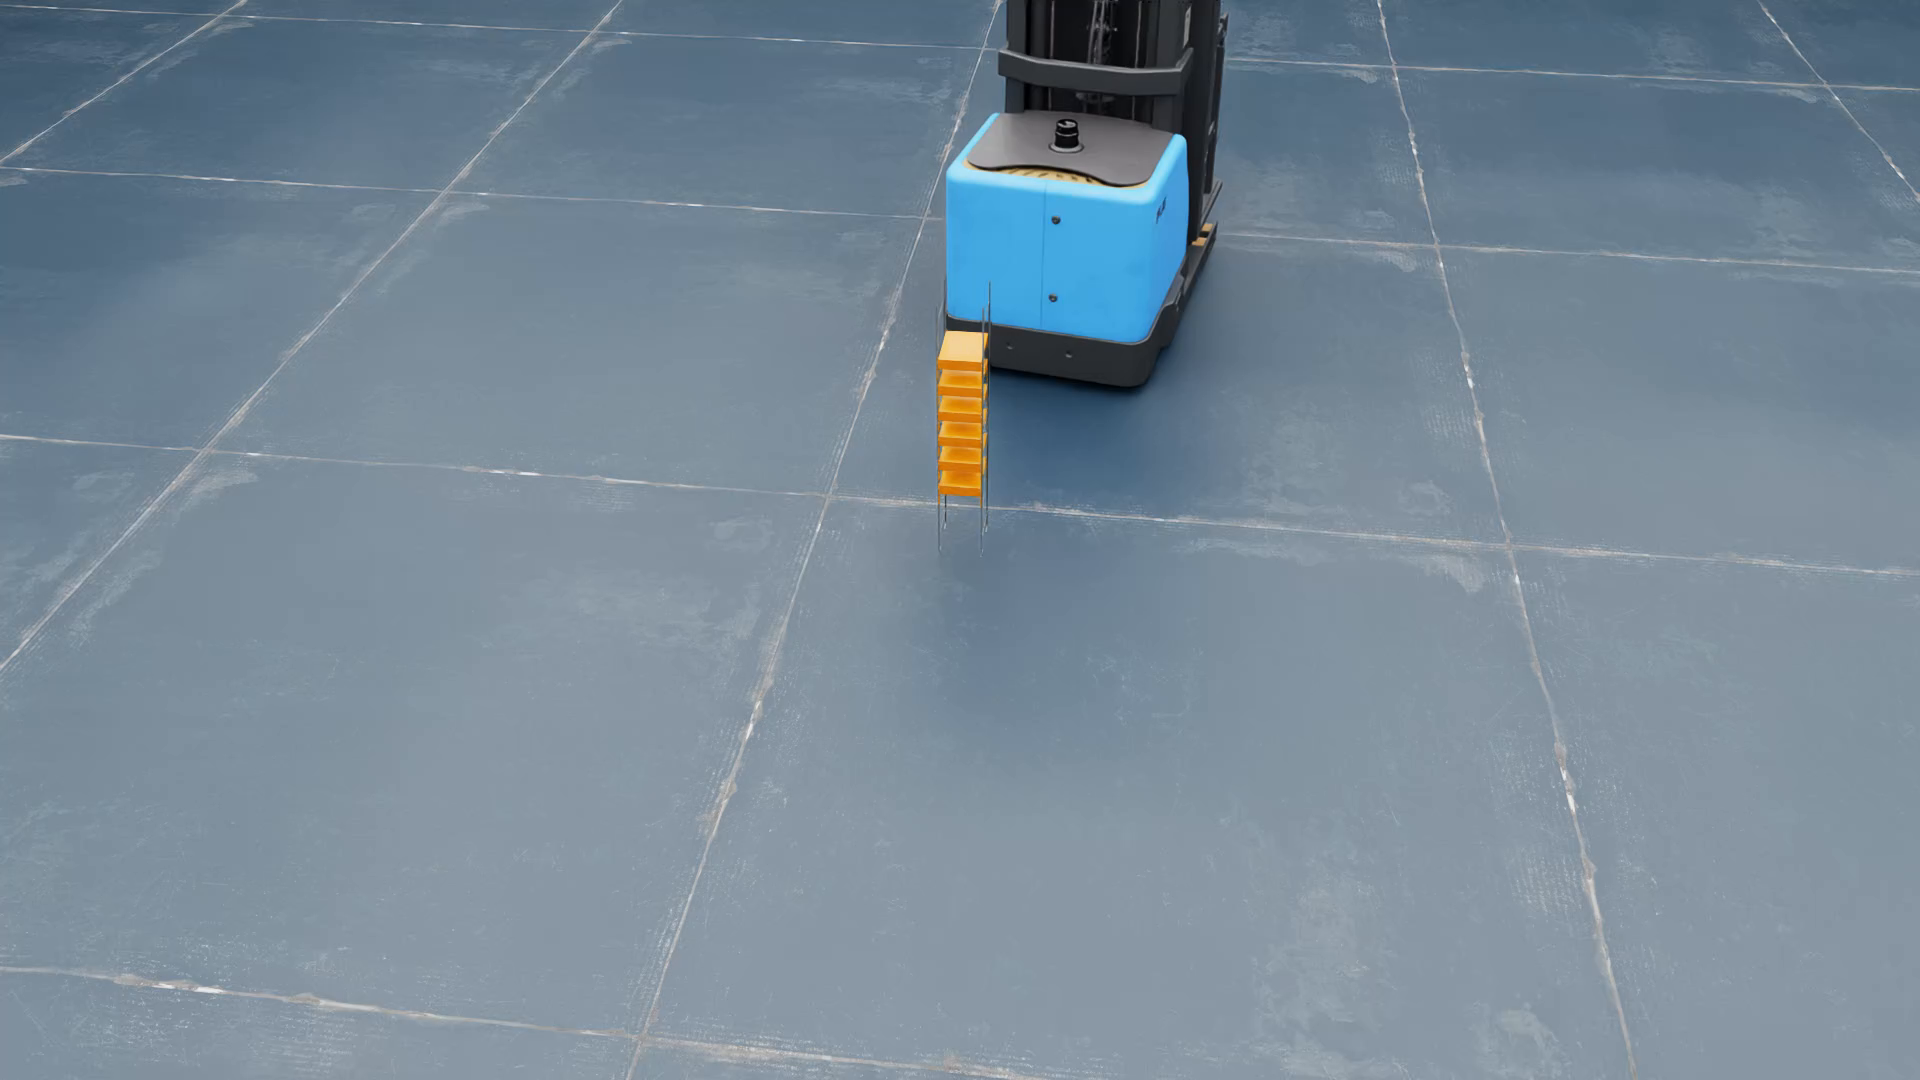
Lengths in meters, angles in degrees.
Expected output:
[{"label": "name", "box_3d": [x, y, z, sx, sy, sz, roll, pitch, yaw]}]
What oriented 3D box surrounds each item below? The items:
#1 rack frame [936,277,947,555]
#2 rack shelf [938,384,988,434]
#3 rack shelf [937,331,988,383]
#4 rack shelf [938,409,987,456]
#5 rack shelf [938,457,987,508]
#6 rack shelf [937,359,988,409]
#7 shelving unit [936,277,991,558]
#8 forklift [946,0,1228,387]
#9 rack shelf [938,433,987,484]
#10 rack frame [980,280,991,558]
[{"label": "rack frame", "box_3d": [-0.076, -0.494, 6.909, 0.006, 1.200, 0.240, 4, 36, 6]}, {"label": "rack shelf", "box_3d": [0.014, -0.549, 6.856, 0.180, 0.103, 0.258, 4, 36, 6]}, {"label": "rack shelf", "box_3d": [0.014, -0.744, 6.717, 0.180, 0.103, 0.258, 4, 36, 6]}, {"label": "rack shelf", "box_3d": [0.014, -0.451, 6.926, 0.180, 0.103, 0.258, 4, 36, 6]}, {"label": "rack shelf", "box_3d": [0.014, -0.256, 7.065, 0.180, 0.103, 0.258, 4, 36, 6]}, {"label": "rack shelf", "box_3d": [0.014, -0.646, 6.786, 0.180, 0.103, 0.258, 4, 36, 6]}, {"label": "shelving unit", "box_3d": [0.014, -0.487, 6.900, 0.189, 1.200, 0.258, 4, 36, 6]}, {"label": "forklift", "box_3d": [0.848, -2.802, 8.654, 1.130, 2.935, 3.031, 10, 37, 14]}, {"label": "rack shelf", "box_3d": [0.014, -0.353, 6.995, 0.180, 0.103, 0.258, 4, 36, 6]}, {"label": "rack frame", "box_3d": [0.105, -0.481, 6.890, 0.006, 1.200, 0.240, 4, 36, 6]}]
